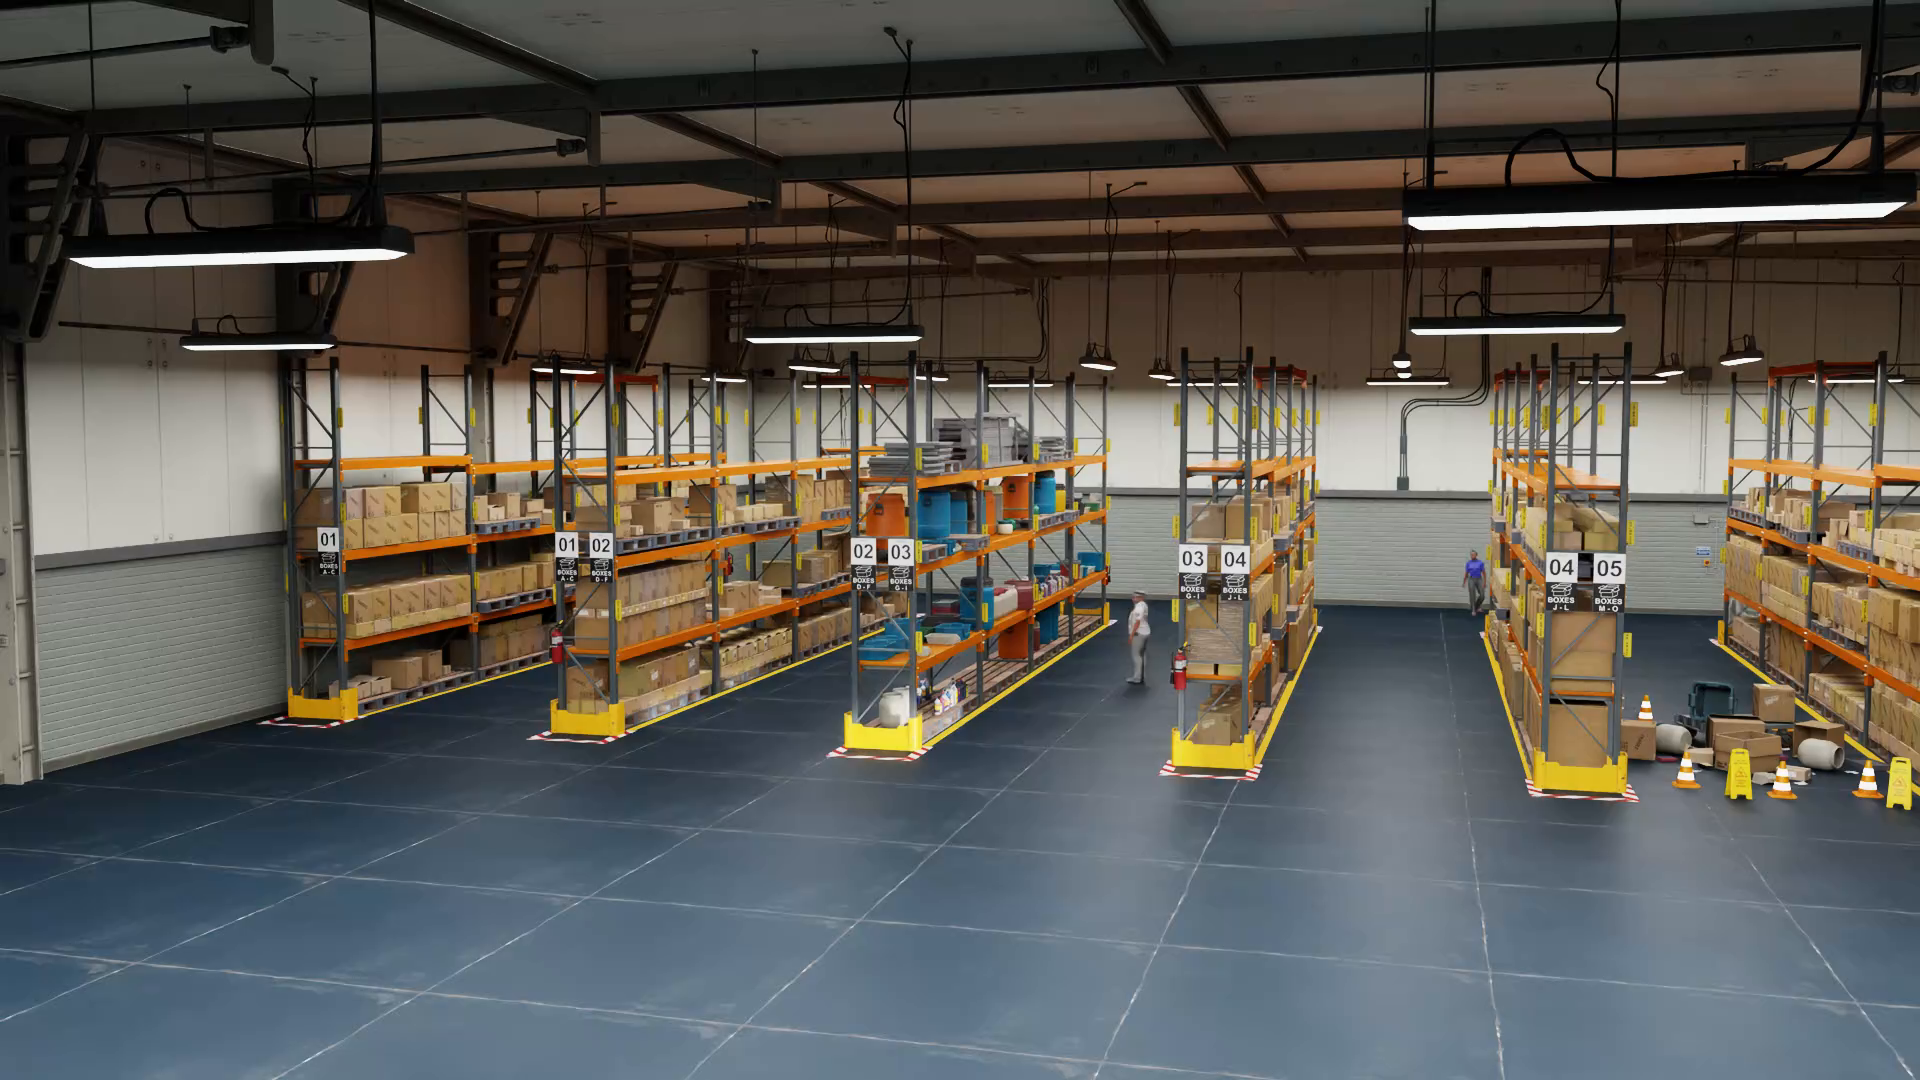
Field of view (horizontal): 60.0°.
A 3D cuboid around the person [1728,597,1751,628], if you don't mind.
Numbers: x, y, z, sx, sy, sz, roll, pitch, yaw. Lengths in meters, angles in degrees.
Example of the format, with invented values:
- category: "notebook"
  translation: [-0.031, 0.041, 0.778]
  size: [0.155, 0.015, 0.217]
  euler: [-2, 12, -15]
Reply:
- category: "person"
  translation: [18.074, 1.337, 38.582]
  size: [0.752, 1.631, 0.464]
  euler: [0, 4, 2]

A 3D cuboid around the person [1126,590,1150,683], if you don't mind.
- category: "person"
  translation: [3.360, 1.813, 31.393]
  size: [0.430, 1.764, 0.547]
  euler: [2, 4, 20]

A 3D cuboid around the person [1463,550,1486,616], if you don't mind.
- category: "person"
  translation: [13.047, 1.086, 42.201]
  size: [0.559, 1.668, 0.437]
  euler: [1, 4, 8]
